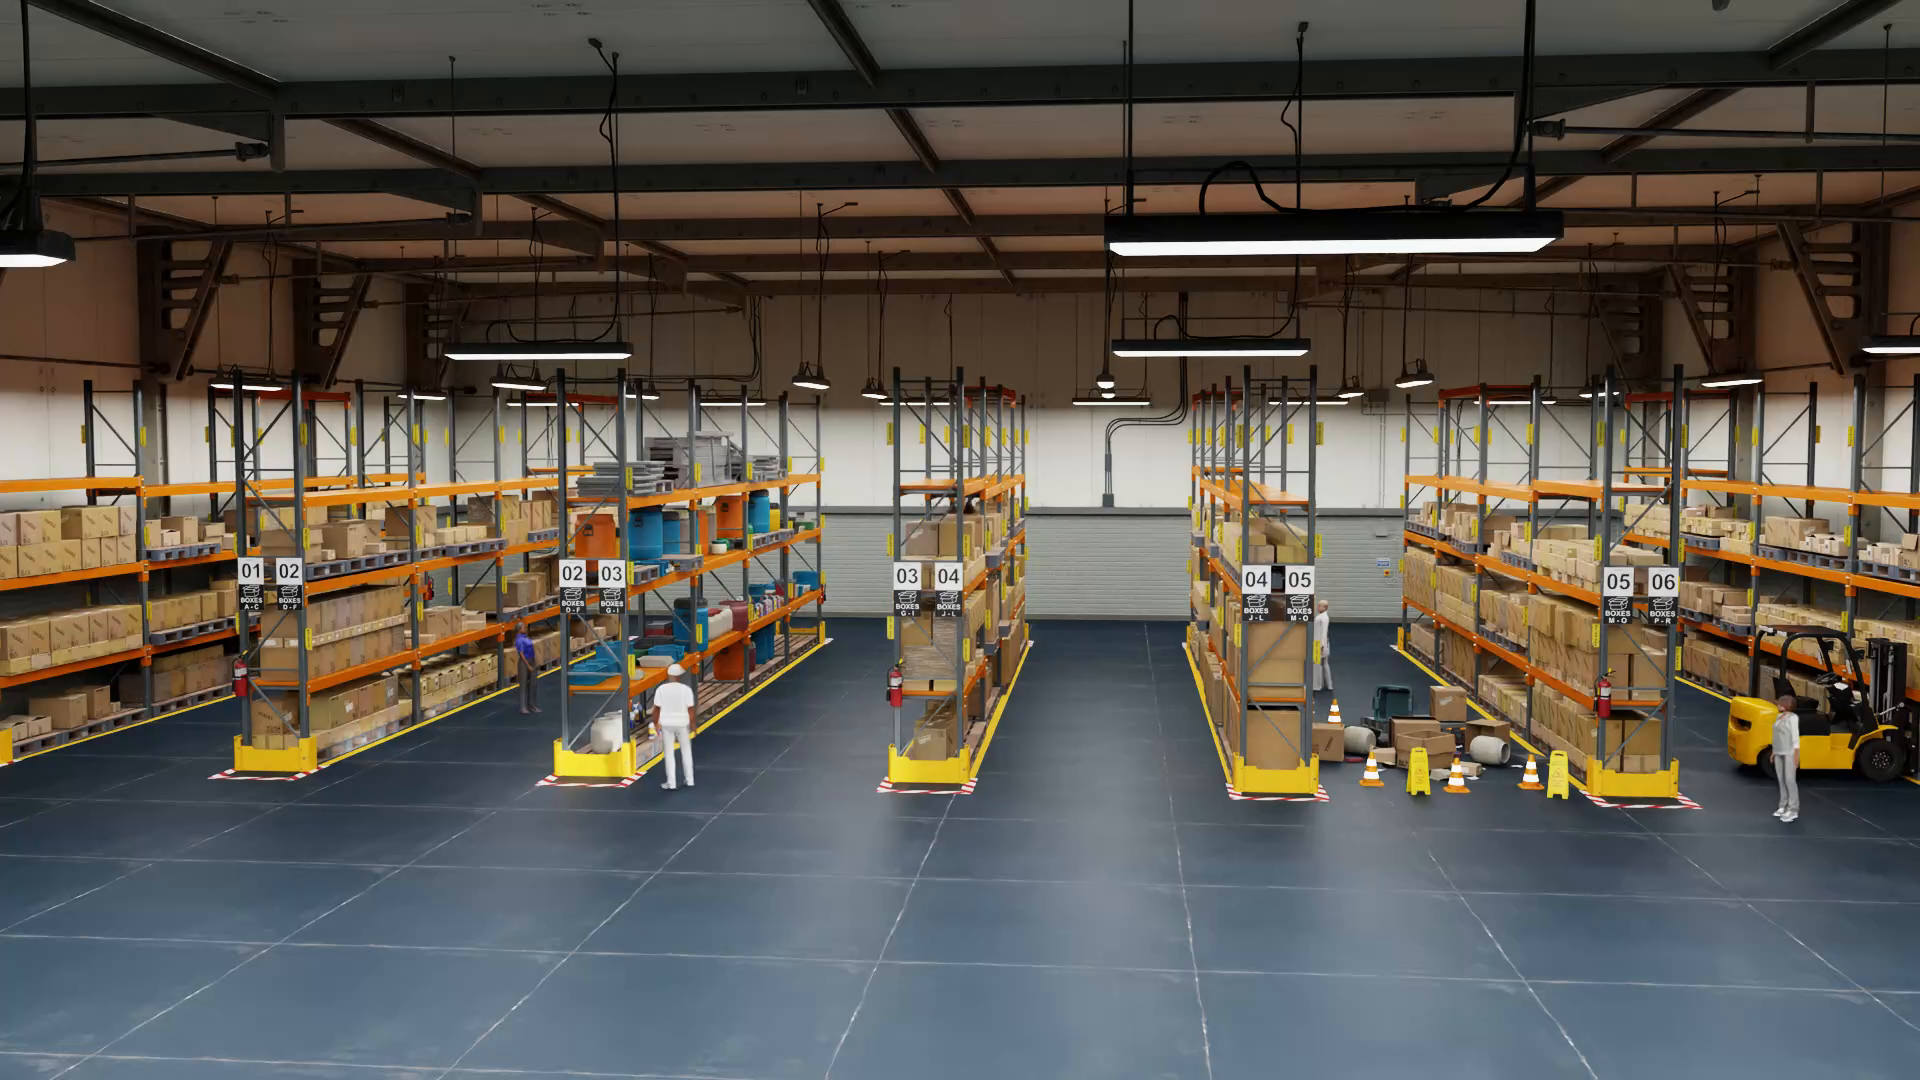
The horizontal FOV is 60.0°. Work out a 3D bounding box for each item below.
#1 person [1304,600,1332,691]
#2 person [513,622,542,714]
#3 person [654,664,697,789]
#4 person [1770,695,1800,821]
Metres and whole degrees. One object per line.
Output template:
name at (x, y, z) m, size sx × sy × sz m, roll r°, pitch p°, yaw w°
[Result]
person at (7.112, 2.075, 32.894) m, size 0.518 × 1.776 × 0.604 m, roll 2°, pitch 4°, yaw 29°
person at (-7.814, 2.317, 30.153) m, size 0.536 × 1.678 × 0.530 m, roll 2°, pitch 4°, yaw 27°
person at (-4.050, 2.640, 23.718) m, size 0.605 × 1.777 × 0.525 m, roll 0°, pitch 4°, yaw -5°
person at (10.832, 2.851, 21.835) m, size 0.397 × 1.591 × 0.519 m, roll -1°, pitch 4°, yaw -11°
